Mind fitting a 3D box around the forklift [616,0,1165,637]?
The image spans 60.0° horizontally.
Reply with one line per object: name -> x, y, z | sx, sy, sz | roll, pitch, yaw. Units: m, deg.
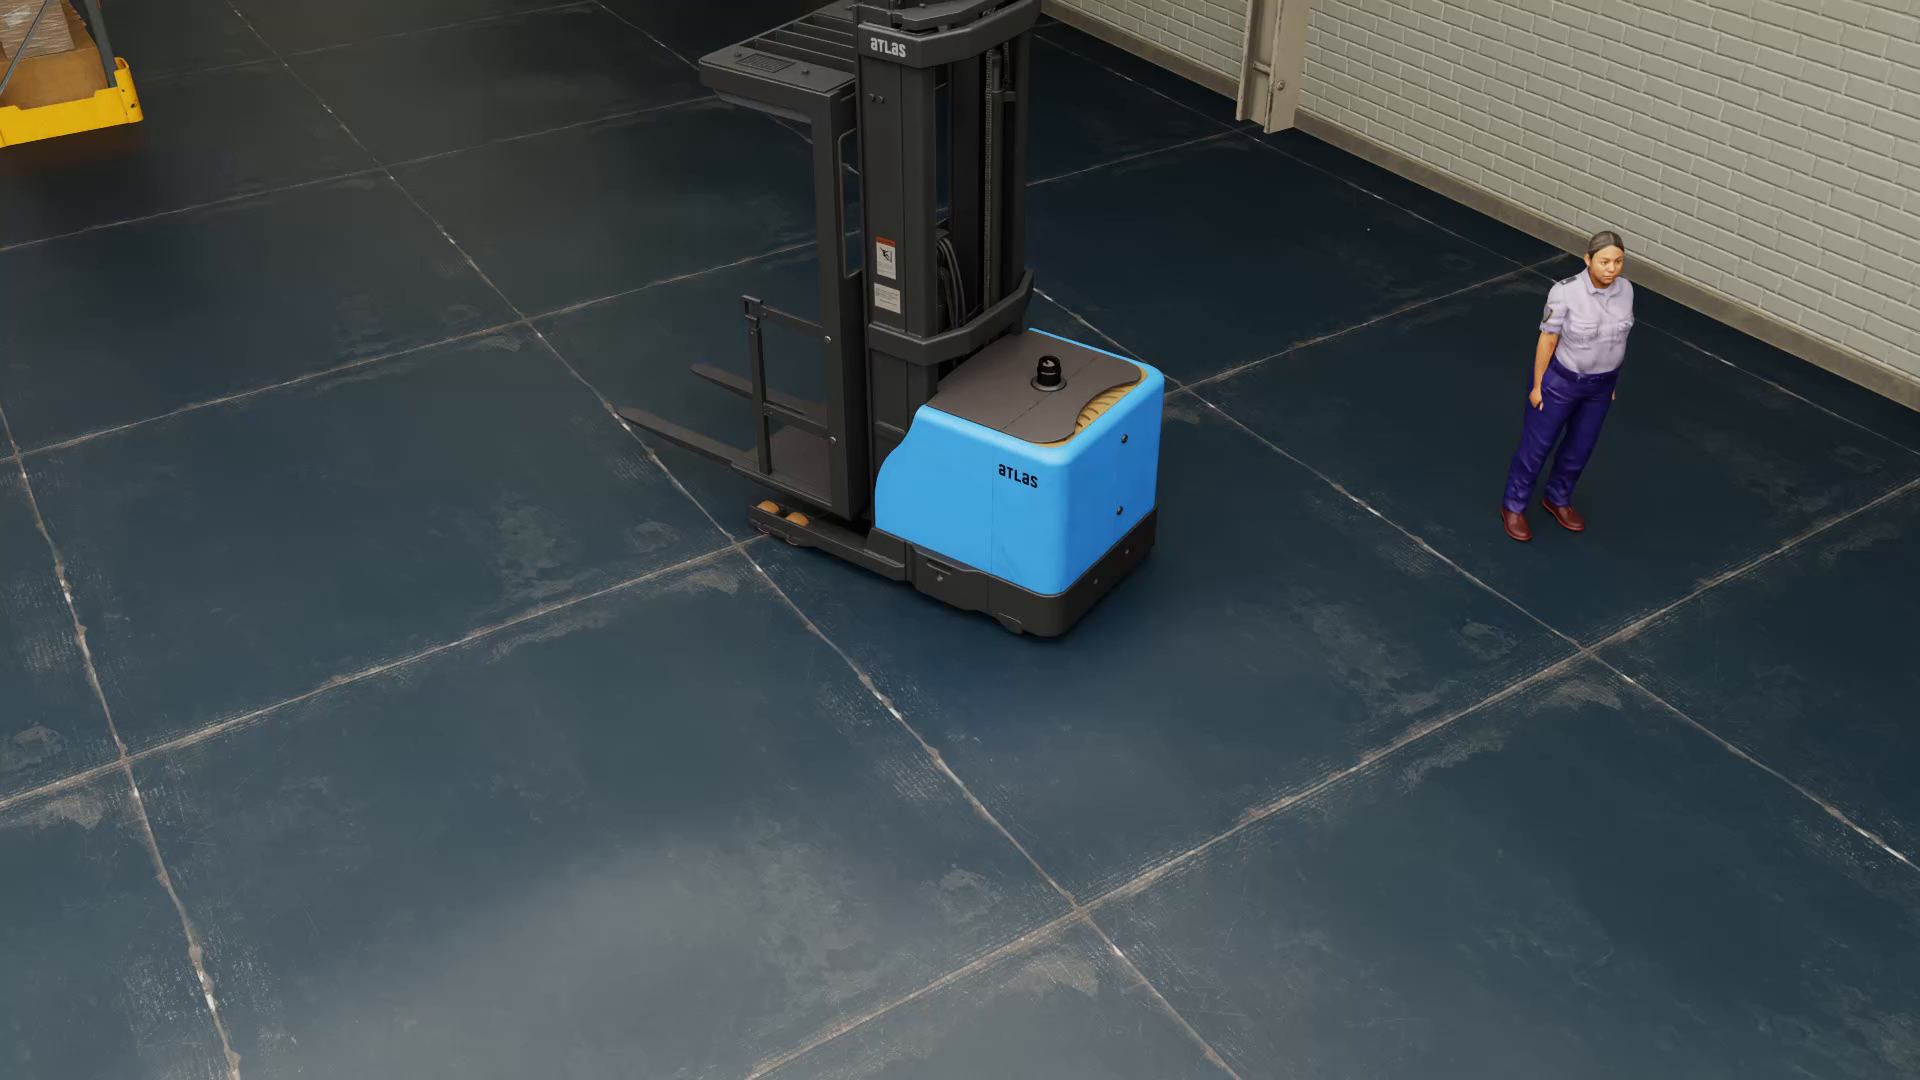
forklift -> -0.500, -1.399, 8.138 | 3.031, 2.935, 1.130 | 22, 41, 28

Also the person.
person -> 3.089, -0.779, 8.375 | 0.479, 1.653, 0.348 | -8, 36, -11
